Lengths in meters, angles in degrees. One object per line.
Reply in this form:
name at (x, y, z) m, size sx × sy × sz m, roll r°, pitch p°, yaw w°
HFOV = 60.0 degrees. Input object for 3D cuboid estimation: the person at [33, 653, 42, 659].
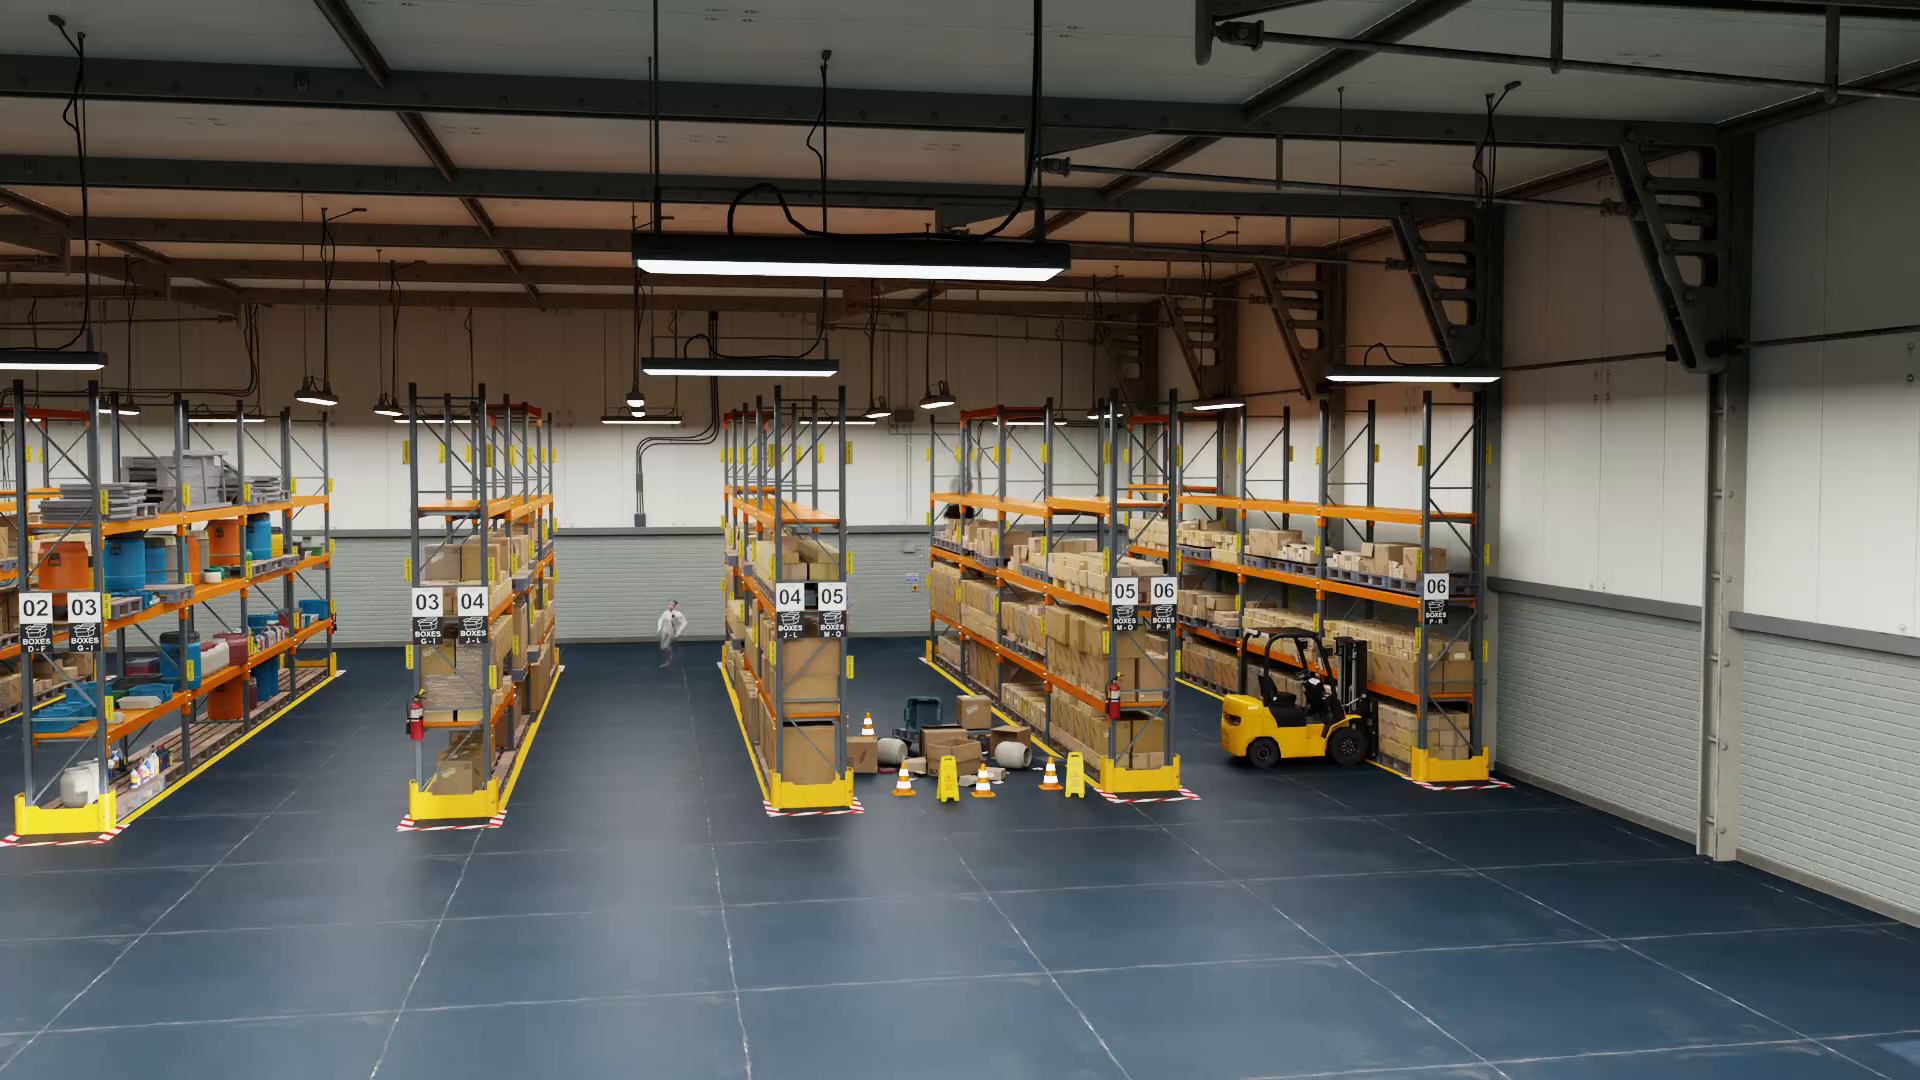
person at (-21.174, 2.177, 37.958) m, size 0.750 × 1.523 × 0.523 m, roll 0°, pitch 3°, yaw 3°

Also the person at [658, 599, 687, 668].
person at (-6.824, 2.195, 39.101) m, size 0.677 × 1.631 × 0.567 m, roll 1°, pitch 3°, yaw 26°
